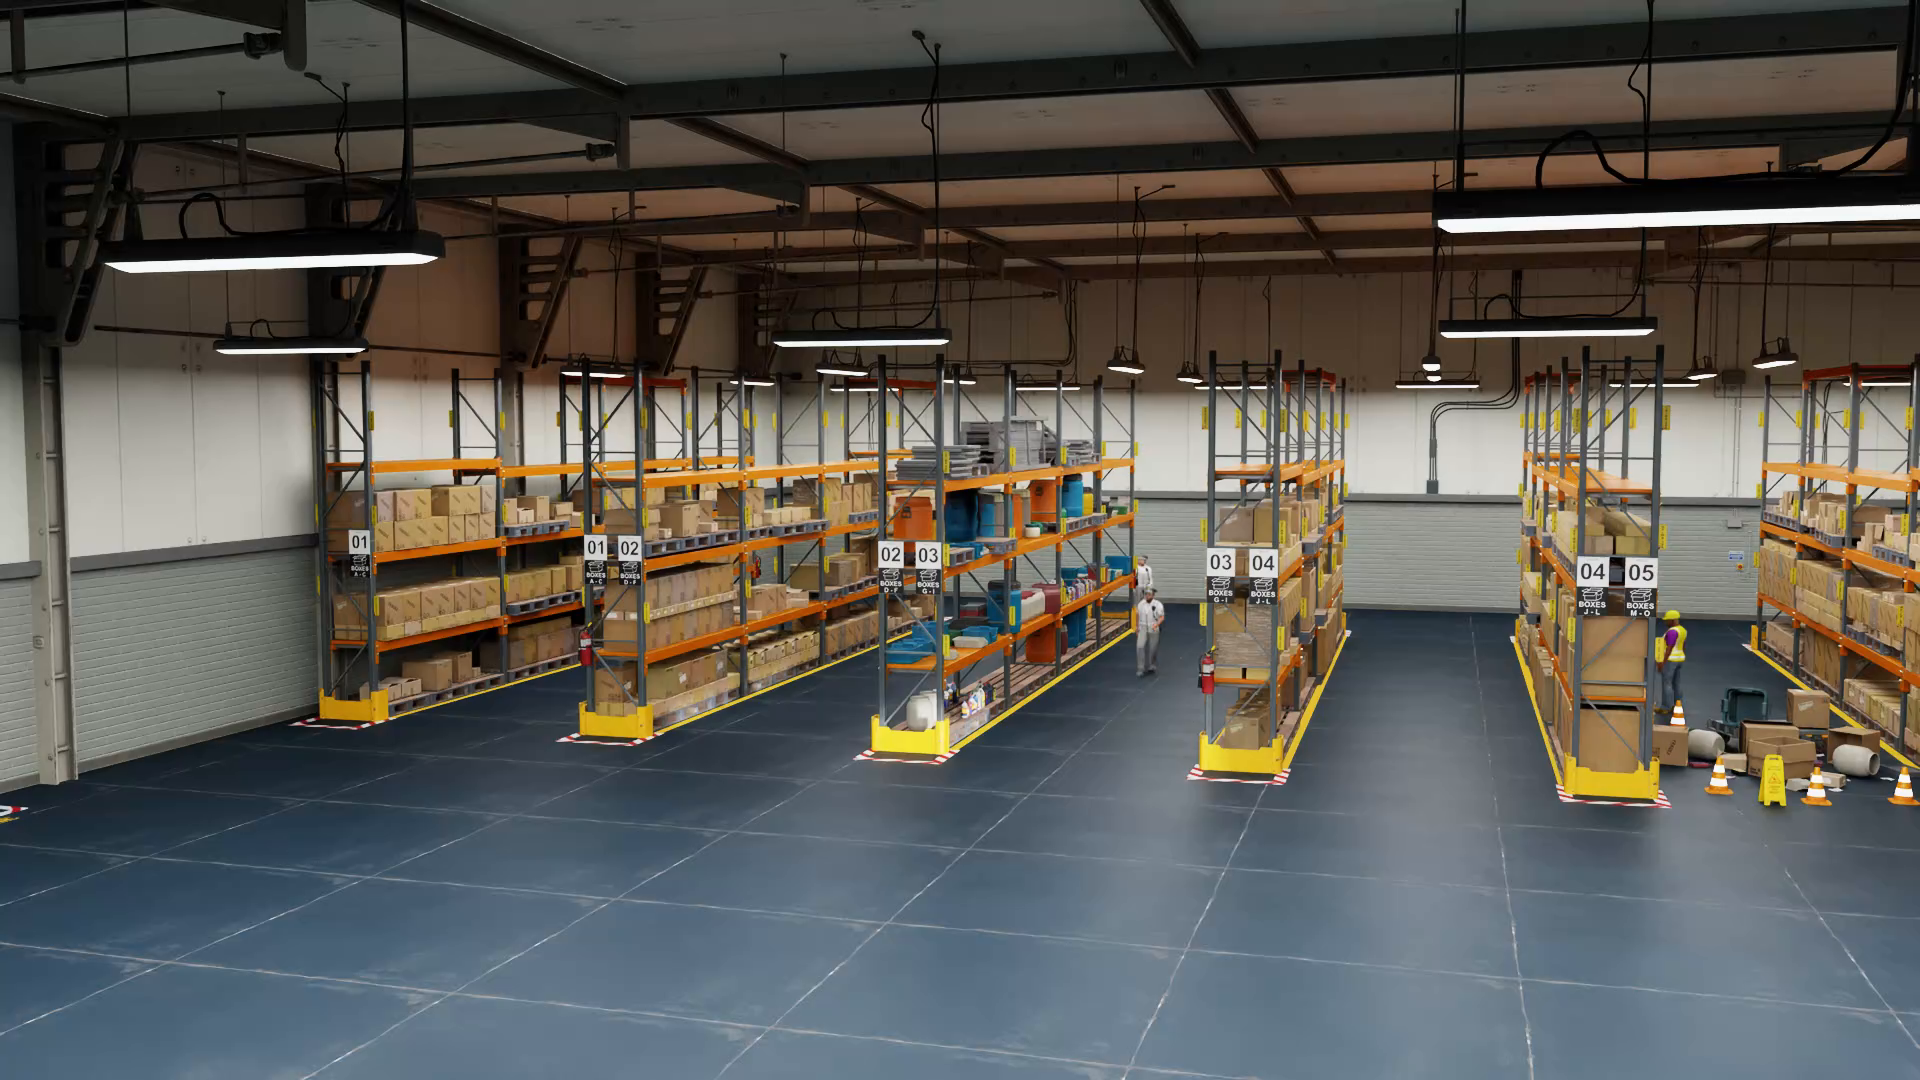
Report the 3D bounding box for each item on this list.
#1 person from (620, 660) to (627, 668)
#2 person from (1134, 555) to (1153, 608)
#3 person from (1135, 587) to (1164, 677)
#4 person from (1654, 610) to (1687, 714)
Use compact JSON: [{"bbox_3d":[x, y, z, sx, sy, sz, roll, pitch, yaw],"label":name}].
[{"bbox_3d":[-6.377,1.907,32.070,0.574,1.708,0.618,-1,4,-8],"label":"person"},{"bbox_3d":[4.544,1.215,41.353,0.502,1.713,0.365,-1,4,-10],"label":"person"},{"bbox_3d":[3.747,1.798,32.943,0.603,1.772,0.967,1,4,17],"label":"person"},{"bbox_3d":[12.176,2.093,28.511,0.662,1.782,0.426,-3,5,-38],"label":"person"}]
